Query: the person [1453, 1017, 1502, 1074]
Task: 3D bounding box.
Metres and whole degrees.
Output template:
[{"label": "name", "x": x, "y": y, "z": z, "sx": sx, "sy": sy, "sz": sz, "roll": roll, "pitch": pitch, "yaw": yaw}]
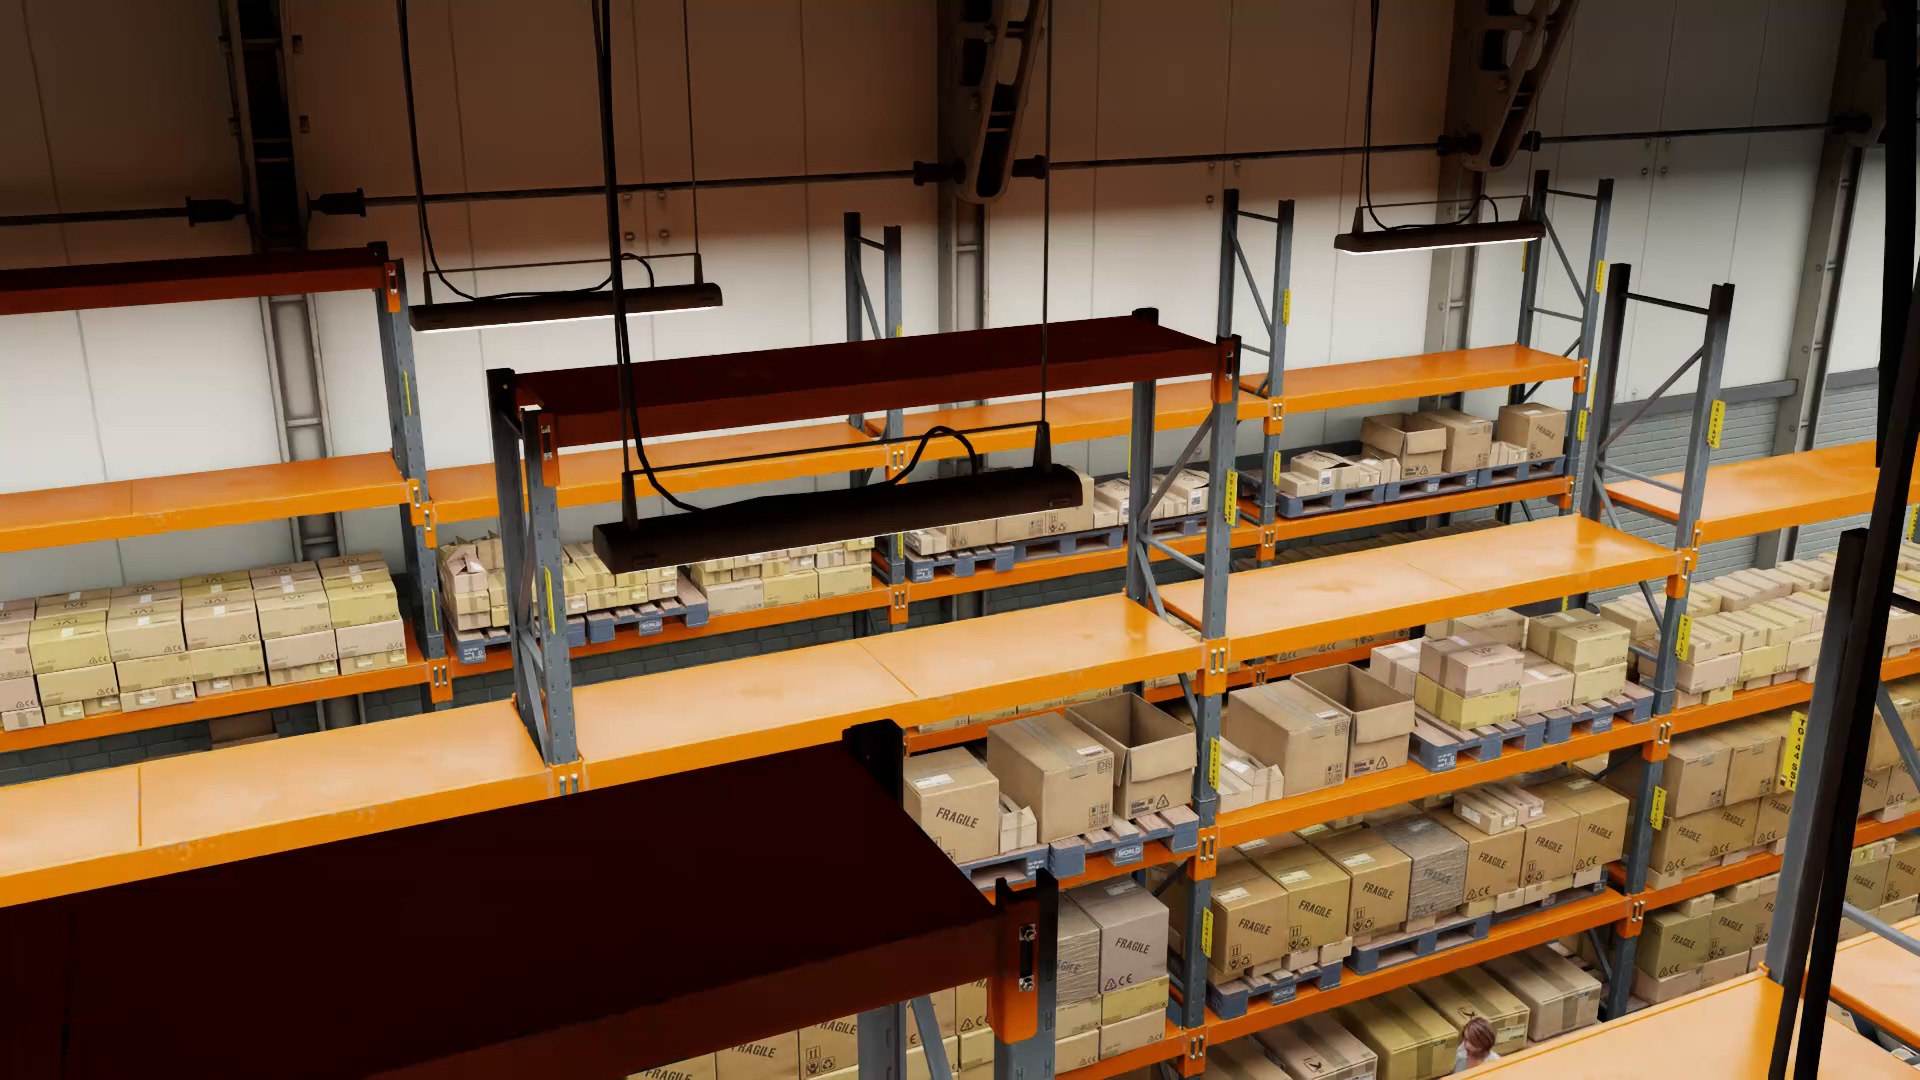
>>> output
[{"label": "person", "x": 3.451, "y": 3.852, "z": 10.947, "sx": 0.422, "sy": 1.593, "sz": 0.474, "roll": -11, "pitch": 22, "yaw": -29}]
